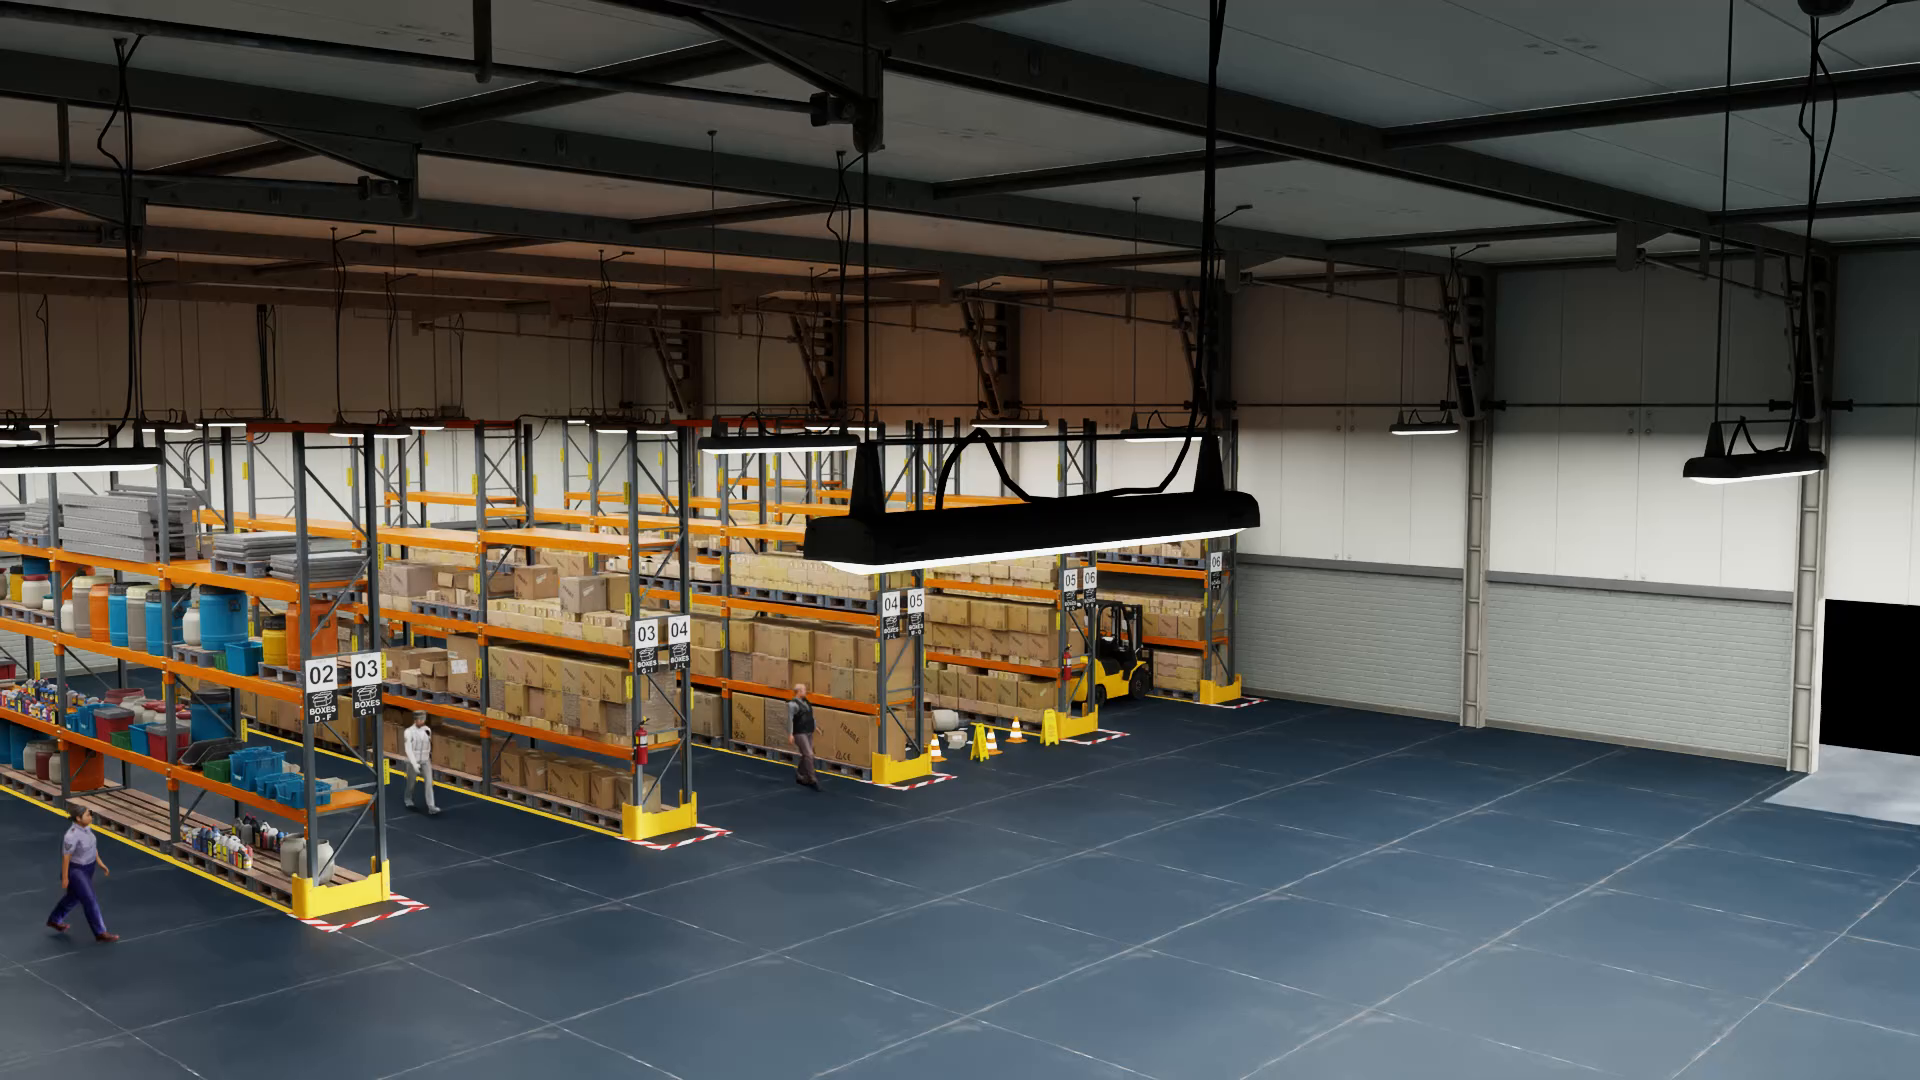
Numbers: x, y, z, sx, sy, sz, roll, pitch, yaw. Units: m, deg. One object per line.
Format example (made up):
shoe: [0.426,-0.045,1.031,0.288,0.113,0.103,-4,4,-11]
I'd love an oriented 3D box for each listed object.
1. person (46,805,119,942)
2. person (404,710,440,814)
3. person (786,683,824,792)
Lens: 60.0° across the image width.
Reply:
person: [-10.382,3.911,19.642,1.050,1.583,0.552,1,5,8]
person: [-8.355,3.425,25.765,0.472,1.578,1.090,-4,6,-37]
person: [-2.476,3.245,27.476,0.722,1.729,0.562,2,5,27]
